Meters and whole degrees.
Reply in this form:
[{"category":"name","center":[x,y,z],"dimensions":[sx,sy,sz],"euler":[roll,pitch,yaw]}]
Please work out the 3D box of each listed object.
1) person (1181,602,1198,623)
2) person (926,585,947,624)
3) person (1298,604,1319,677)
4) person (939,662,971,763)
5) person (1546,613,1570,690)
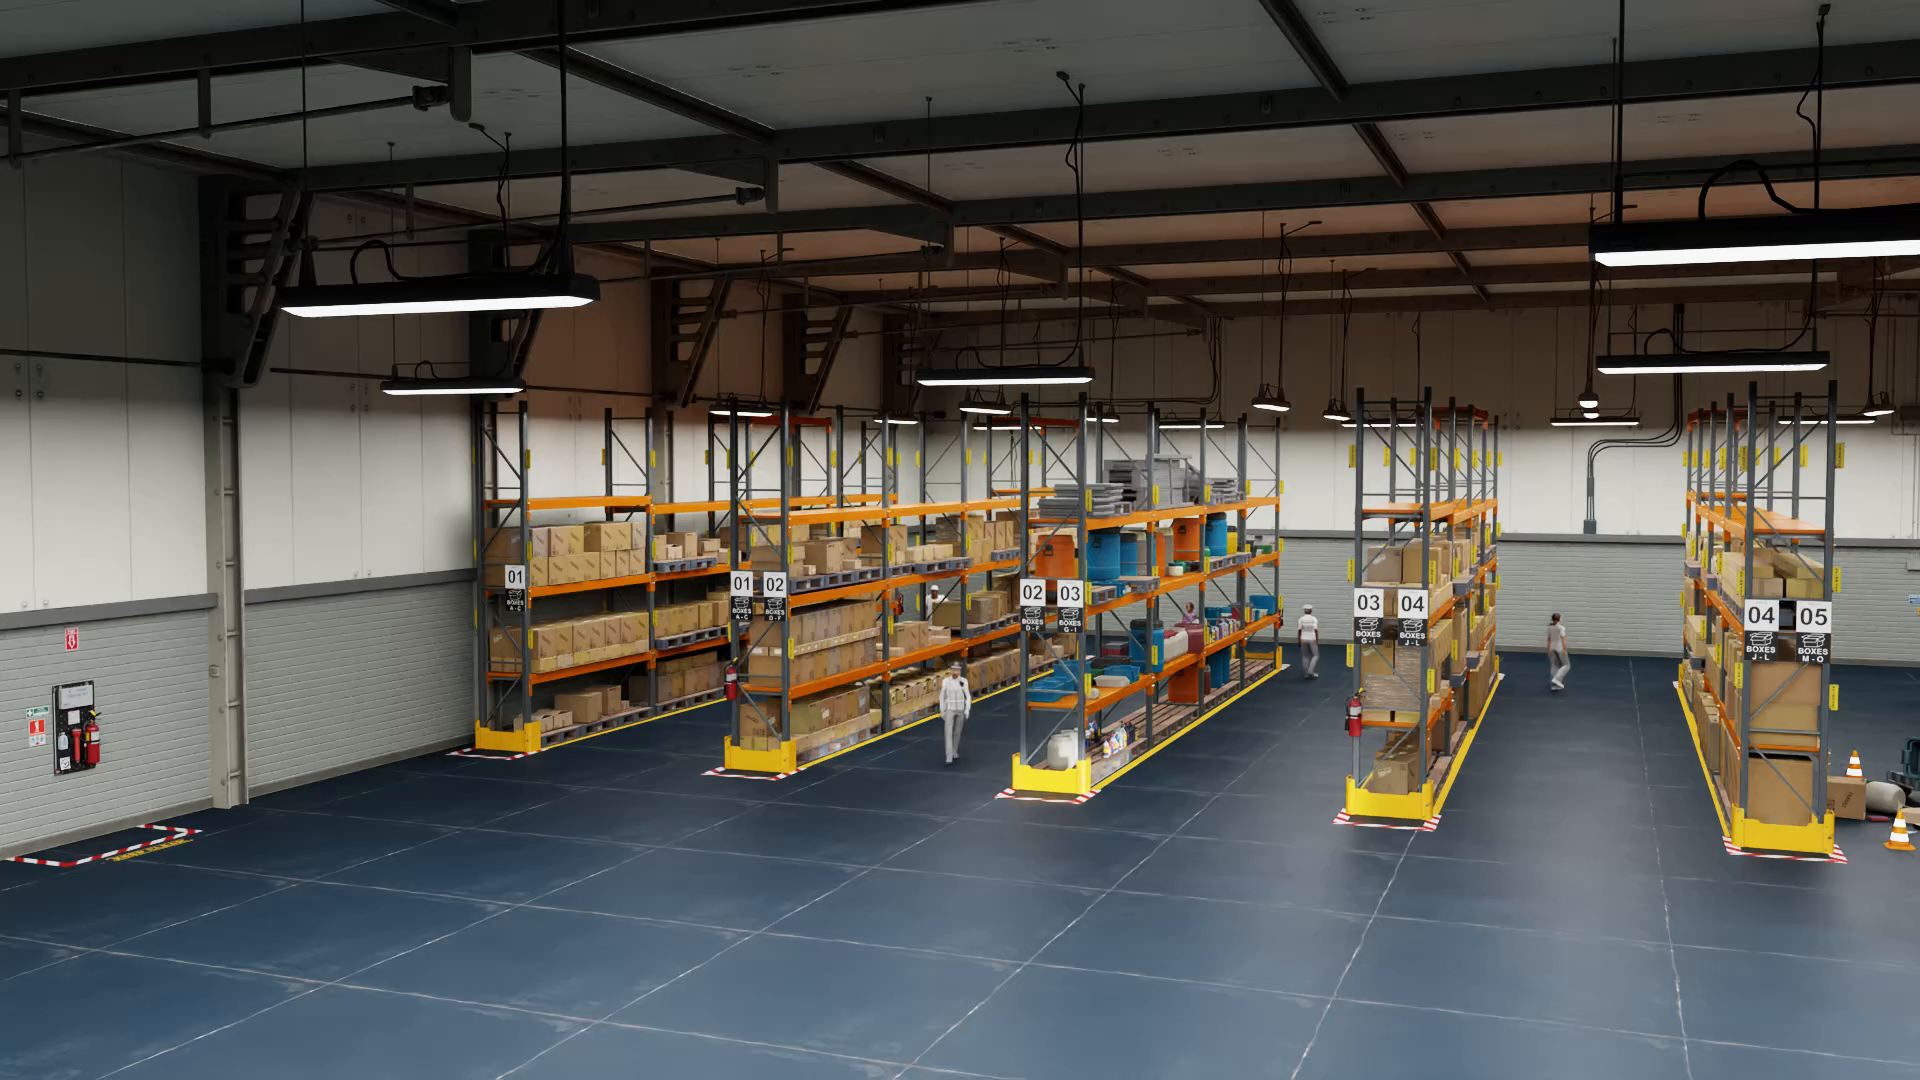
[{"category":"person","center":[5.536,2.260,40.121],"dimensions":[0.433,1.532,0.996],"euler":[2,3,31]},{"category":"person","center":[-0.633,2.035,43.416],"dimensions":[0.724,1.719,0.631],"euler":[1,3,13]},{"category":"person","center":[7.976,2.323,38.056],"dimensions":[0.498,1.671,0.481],"euler":[1,3,21]},{"category":"person","center":[-0.066,2.825,27.437],"dimensions":[0.504,1.644,0.894],"euler":[-1,3,-13]},{"category":"person","center":[12.887,2.416,35.941],"dimensions":[0.478,1.667,0.504],"euler":[-2,4,-41]}]
